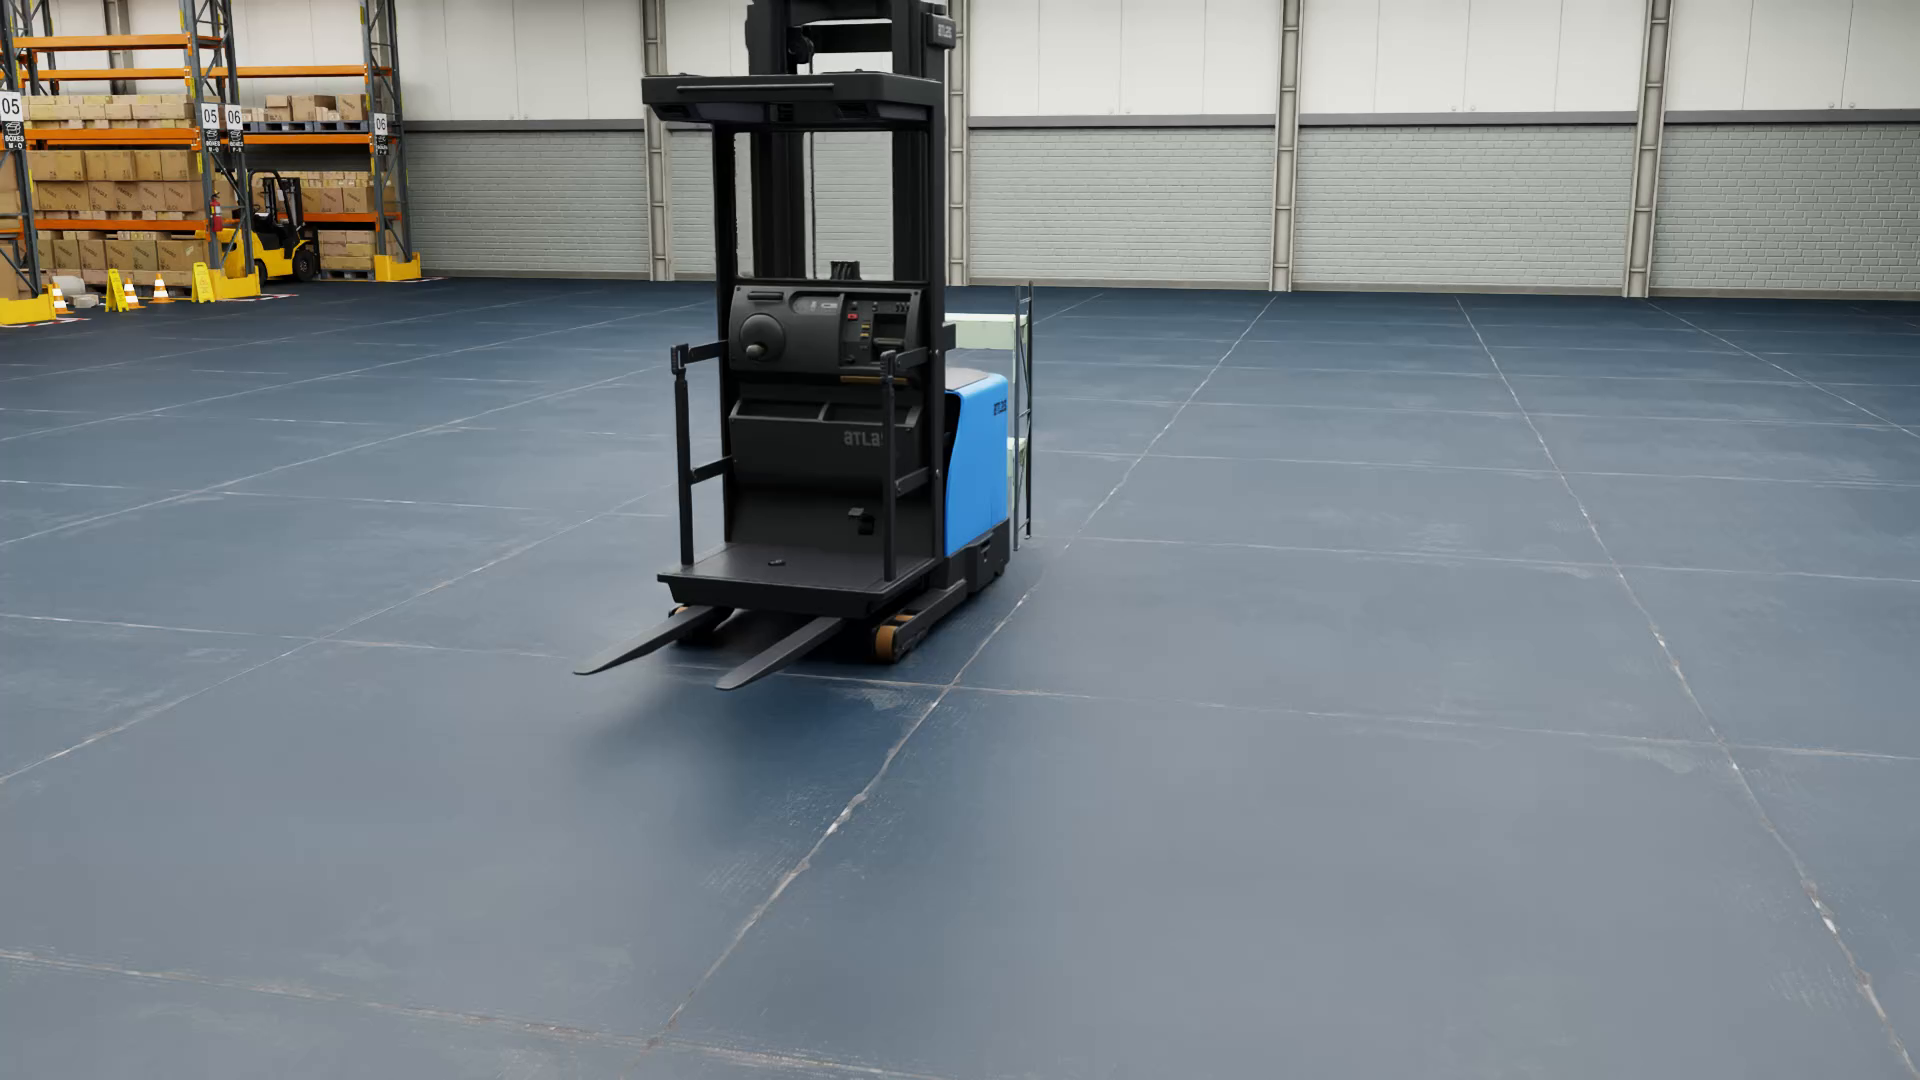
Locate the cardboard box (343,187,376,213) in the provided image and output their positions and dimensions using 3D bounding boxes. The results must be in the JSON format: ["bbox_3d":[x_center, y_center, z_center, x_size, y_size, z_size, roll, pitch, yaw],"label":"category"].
[{"bbox_3d":[-11.773,-6.692,32.740,0.500,0.500,0.500,3,13,12],"label":"cardboard box"}]

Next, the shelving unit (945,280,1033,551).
[{"bbox_3d":[0.006,-0.732,9.570,0.755,1.500,0.431,3,13,14],"label":"shelving unit"}]

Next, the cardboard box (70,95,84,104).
[{"bbox_3d":[-14.796,-7.426,28.095,0.250,0.149,0.380,3,13,13],"label":"cardboard box"}]

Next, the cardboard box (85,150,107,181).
[{"bbox_3d":[-14.426,-6.379,28.336,0.500,0.500,0.700,3,13,13],"label":"cardboard box"}]

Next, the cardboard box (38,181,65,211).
[{"bbox_3d":[-15.448,-5.928,28.609,0.500,0.500,0.500,3,13,13],"label":"cardboard box"}]

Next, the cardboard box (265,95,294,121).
[{"bbox_3d":[-13.249,-8.526,32.873,0.637,0.503,0.797,3,13,15],"label":"cardboard box"}]

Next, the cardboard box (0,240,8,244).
[{"bbox_3d":[-19.944,-6.078,35.004,0.500,0.500,0.500,3,13,13],"label":"cardboard box"}]

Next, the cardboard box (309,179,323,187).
[{"bbox_3d":[-12.637,-7.050,32.856,0.250,0.149,0.380,3,13,12],"label":"cardboard box"}]

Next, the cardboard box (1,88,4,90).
[{"bbox_3d":[-16.894,-7.680,28.722,0.500,0.250,0.500,3,13,15],"label":"cardboard box"}]

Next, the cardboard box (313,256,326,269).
[{"bbox_3d":[-12.728,-5.549,33.199,0.500,0.250,0.500,3,13,14],"label":"cardboard box"}]

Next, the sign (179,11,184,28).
[{"bbox_3d":[-15.234,-10.189,32.544,0.005,0.325,0.100,3,13,14],"label":"sign"}]

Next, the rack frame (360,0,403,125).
[{"bbox_3d":[-11.232,-9.602,32.235,0.127,3.000,1.000,3,13,14],"label":"rack frame"}]

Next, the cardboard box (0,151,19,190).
[{"bbox_3d":[-13.856,-5.211,23.454,0.550,0.550,0.875,3,13,14],"label":"cardboard box"}]

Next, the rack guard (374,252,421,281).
[{"bbox_3d":[-11.208,-5.451,33.150,0.348,0.500,1.175,3,13,14],"label":"rack guard"}]

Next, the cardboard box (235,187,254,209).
[{"bbox_3d":[-14.237,-6.828,33.352,0.500,0.500,0.500,3,13,15],"label":"cardboard box"}]

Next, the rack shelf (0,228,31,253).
[{"bbox_3d":[-15.447,-4.335,24.010,4.000,0.370,1.077,3,13,14],"label":"rack shelf"}]

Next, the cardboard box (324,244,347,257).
[{"bbox_3d":[-12.264,-5.767,33.028,0.500,0.250,0.500,3,13,13],"label":"cardboard box"}]

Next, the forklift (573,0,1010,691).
[{"bbox_3d":[-0.690,-0.991,7.431,1.130,2.935,3.031,4,13,18],"label":"forklift"}]

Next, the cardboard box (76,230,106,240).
[{"bbox_3d":[-14.924,-5.236,28.557,0.250,0.149,0.380,4,13,17],"label":"cardboard box"}]

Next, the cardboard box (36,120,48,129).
[{"bbox_3d":[-15.549,-7.095,28.444,0.250,0.149,0.380,3,13,14],"label":"cardboard box"}]

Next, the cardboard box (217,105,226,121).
[{"bbox_3d":[-12.842,-7.247,28.209,0.500,0.250,0.500,3,13,13],"label":"cardboard box"}]

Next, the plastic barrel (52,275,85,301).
[{"bbox_3d":[-14.786,-4.160,27.507,0.512,0.421,0.421,-9,15,-35],"label":"plastic barrel"}]

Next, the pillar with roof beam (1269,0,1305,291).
[{"bbox_3d":[4.752,-7.988,24.962,0.400,9.000,9.100,3,13,14],"label":"pillar with roof beam"}]

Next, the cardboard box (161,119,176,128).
[{"bbox_3d":[-13.080,-6.936,27.727,0.250,0.149,0.380,3,13,14],"label":"cardboard box"}]

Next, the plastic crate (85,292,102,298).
[{"bbox_3d":[-14.973,-4.157,28.287,0.583,0.080,0.402,-1,13,-6],"label":"plastic crate"}]

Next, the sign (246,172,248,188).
[{"bbox_3d":[-12.288,-6.166,28.600,0.005,0.325,0.100,3,13,14],"label":"sign"}]

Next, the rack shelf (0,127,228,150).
[{"bbox_3d":[-14.359,-6.846,28.400,4.000,0.370,1.077,3,13,14],"label":"rack shelf"}]

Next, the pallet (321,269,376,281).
[{"bbox_3d":[-11.984,-5.343,33.326,1.213,0.211,1.003,3,13,14],"label":"pallet"}]

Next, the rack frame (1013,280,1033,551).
[{"bbox_3d":[0.362,-0.713,9.484,0.023,1.500,0.400,3,13,14],"label":"rack frame"}]

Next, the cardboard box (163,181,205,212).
[{"bbox_3d":[-13.010,-5.793,28.002,0.500,0.500,0.500,3,13,13],"label":"cardboard box"}]

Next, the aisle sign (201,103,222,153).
[{"bbox_3d":[-12.427,-6.834,27.608,0.004,0.787,0.394,3,13,14],"label":"aisle sign"}]

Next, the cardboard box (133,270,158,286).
[{"bbox_3d":[-13.768,-4.505,28.494,0.500,0.250,0.500,3,13,14],"label":"cardboard box"}]

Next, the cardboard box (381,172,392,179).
[{"bbox_3d":[-11.507,-7.246,33.053,0.250,0.149,0.380,3,13,12],"label":"cardboard box"}]

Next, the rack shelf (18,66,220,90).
[{"bbox_3d":[-17.057,-9.367,33.760,4.000,0.370,1.077,3,13,14],"label":"rack shelf"}]

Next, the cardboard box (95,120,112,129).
[{"bbox_3d":[-14.333,-7.001,28.017,0.250,0.149,0.380,3,13,13],"label":"cardboard box"}]

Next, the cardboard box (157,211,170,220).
[{"bbox_3d":[-13.348,-5.488,28.126,0.250,0.149,0.380,3,13,13],"label":"cardboard box"}]

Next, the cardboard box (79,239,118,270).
[{"bbox_3d":[-14.767,-4.925,28.655,0.500,0.500,0.500,4,13,16],"label":"cardboard box"}]

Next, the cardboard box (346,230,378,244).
[{"bbox_3d":[-11.754,-5.982,32.841,0.500,0.250,0.500,4,13,15],"label":"cardboard box"}]

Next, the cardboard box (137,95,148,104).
[{"bbox_3d":[-13.544,-7.370,27.842,0.250,0.149,0.380,3,13,14],"label":"cardboard box"}]

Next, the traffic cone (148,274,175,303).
[{"bbox_3d":[-13.144,-4.141,27.332,0.334,0.463,0.336,3,13,14],"label":"traffic cone"}]

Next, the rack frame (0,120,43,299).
[{"bbox_3d":[-13.505,-4.583,23.464,0.127,3.000,1.000,3,13,14],"label":"rack frame"}]

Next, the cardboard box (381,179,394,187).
[{"bbox_3d":[-11.499,-7.111,33.129,0.250,0.149,0.380,3,13,12],"label":"cardboard box"}]

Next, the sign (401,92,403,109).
[{"bbox_3d":[-11.093,-8.719,32.981,0.005,0.325,0.100,3,13,14],"label":"sign"}]

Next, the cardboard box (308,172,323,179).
[{"bbox_3d":[-12.641,-7.191,32.804,0.250,0.149,0.380,3,13,15],"label":"cardboard box"}]

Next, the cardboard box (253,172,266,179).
[{"bbox_3d":[-13.868,-7.264,33.132,0.250,0.149,0.380,3,13,13],"label":"cardboard box"}]

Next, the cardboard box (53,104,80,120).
[{"bbox_3d":[-14.953,-7.239,28.170,0.500,0.250,0.500,3,13,14],"label":"cardboard box"}]

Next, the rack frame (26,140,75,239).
[{"bbox_3d":[-18.999,-7.088,34.756,0.127,3.000,1.000,3,13,14],"label":"rack frame"}]

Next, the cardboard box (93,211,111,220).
[{"bbox_3d":[-14.581,-5.554,28.424,0.250,0.149,0.380,3,13,13],"label":"cardboard box"}]

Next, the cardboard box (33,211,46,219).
[{"bbox_3d":[-15.814,-5.628,28.755,0.250,0.149,0.380,3,13,15],"label":"cardboard box"}]
